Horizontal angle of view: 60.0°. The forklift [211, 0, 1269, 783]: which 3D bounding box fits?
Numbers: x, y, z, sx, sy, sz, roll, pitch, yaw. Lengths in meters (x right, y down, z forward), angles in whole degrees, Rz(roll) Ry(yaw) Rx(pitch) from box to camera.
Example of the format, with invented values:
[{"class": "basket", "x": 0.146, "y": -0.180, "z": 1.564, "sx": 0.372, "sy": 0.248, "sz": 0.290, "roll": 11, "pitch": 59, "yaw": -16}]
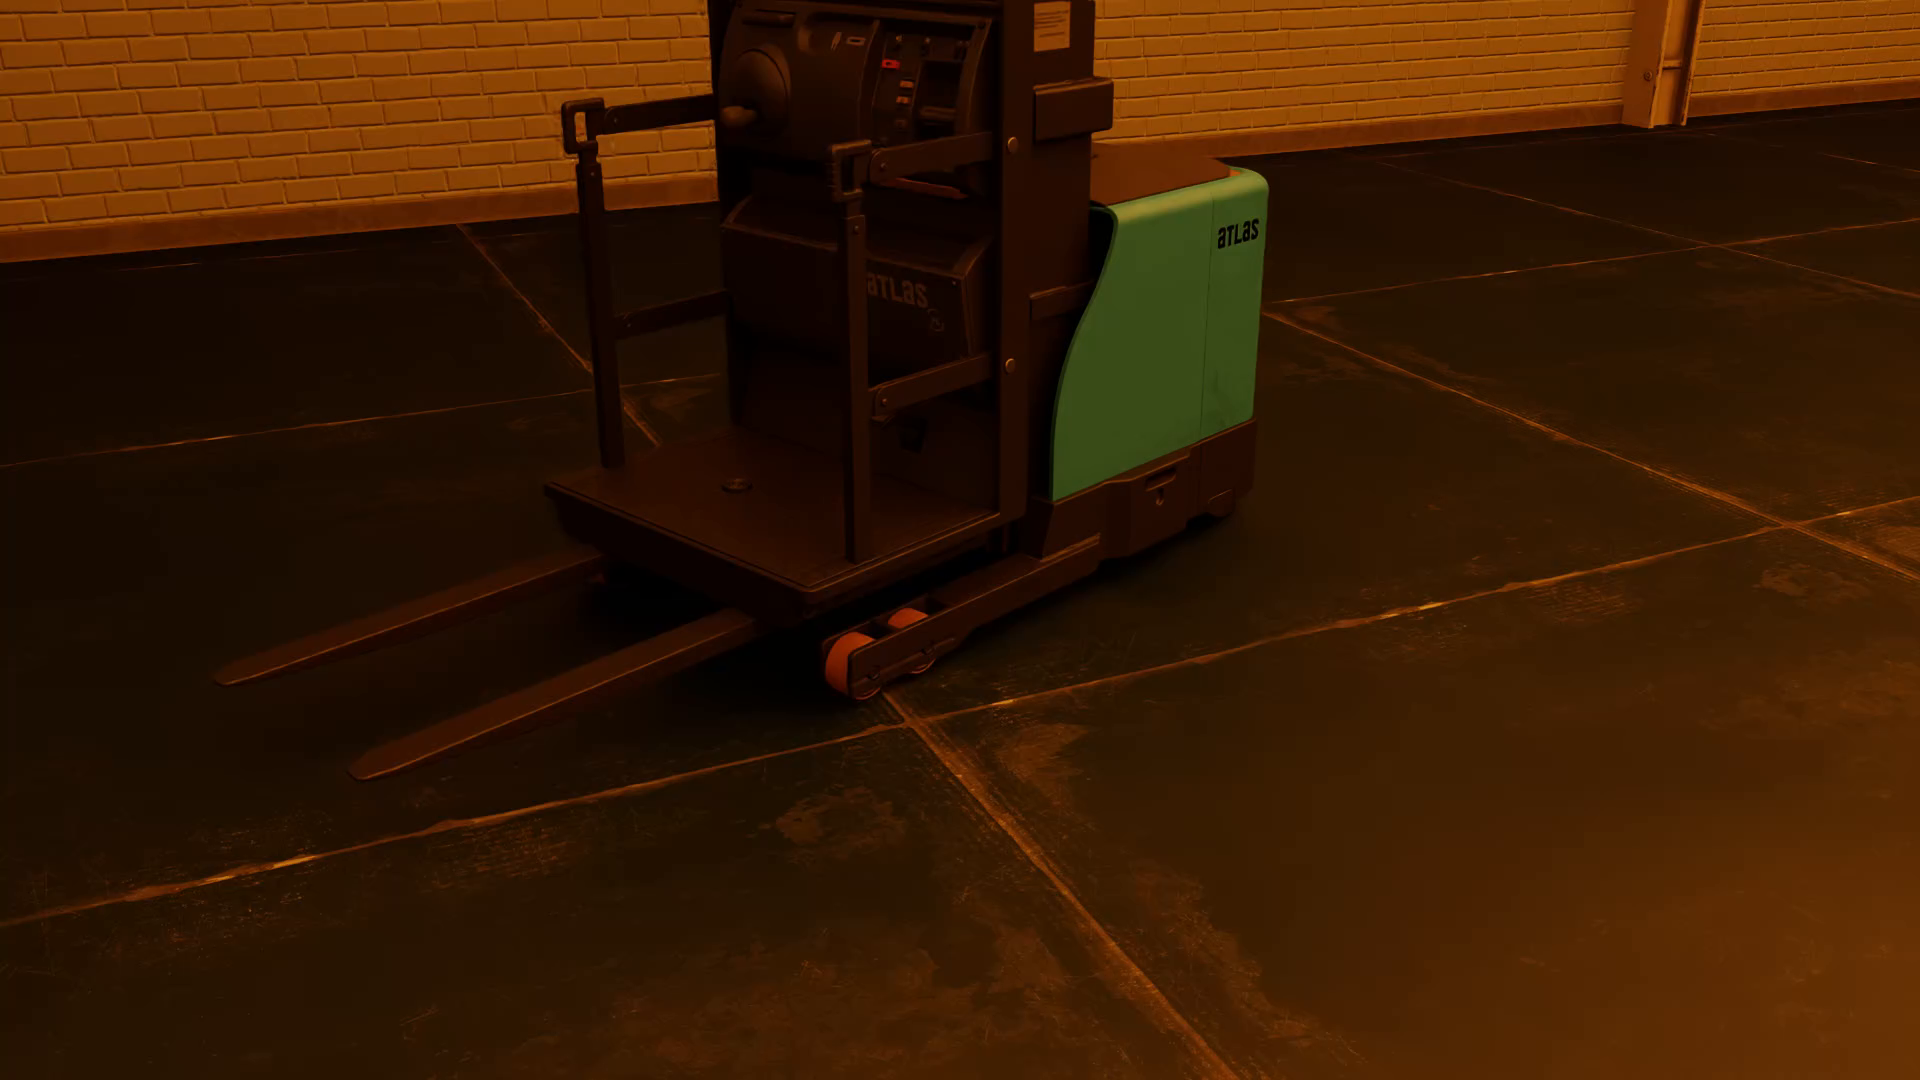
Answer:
[{"class": "forklift", "x": -0.430, "y": -1.175, "z": 4.115, "sx": 1.130, "sy": 2.935, "sz": 3.031, "roll": 19, "pitch": 29, "yaw": 39}]
